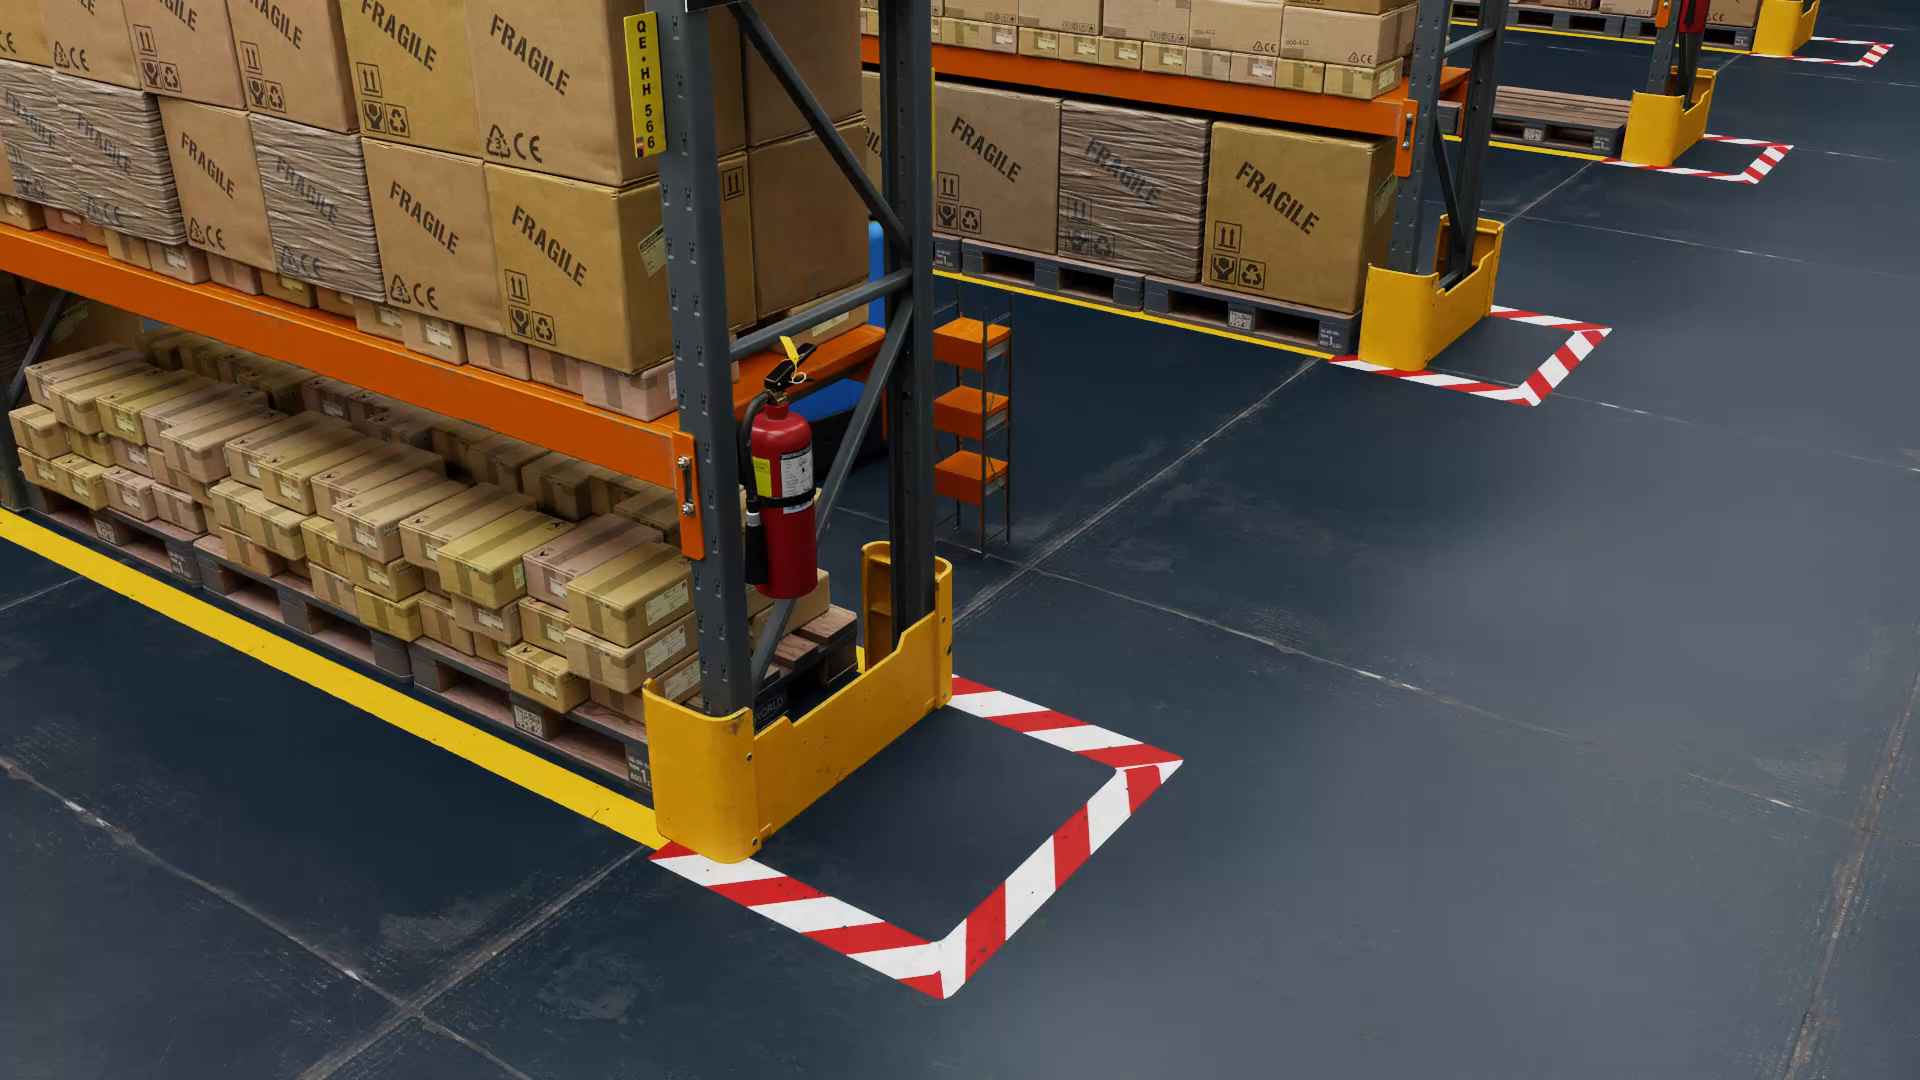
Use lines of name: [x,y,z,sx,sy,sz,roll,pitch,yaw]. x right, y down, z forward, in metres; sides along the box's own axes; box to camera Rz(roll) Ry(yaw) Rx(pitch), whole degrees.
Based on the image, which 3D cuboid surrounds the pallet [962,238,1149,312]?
pallet: [0.776,-1.692,9.842,1.213,0.211,1.003,17,32,30]

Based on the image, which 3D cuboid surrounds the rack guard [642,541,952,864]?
rack guard: [-0.473,0.478,5.260,0.348,0.500,1.175,17,32,30]

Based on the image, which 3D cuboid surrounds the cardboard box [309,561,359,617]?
cardboard box: [-2.071,0.103,5.921,0.250,0.149,0.380,18,32,31]

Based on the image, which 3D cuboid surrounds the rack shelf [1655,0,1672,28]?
rack shelf: [3.637,-4.490,13.059,4.000,0.370,1.077,17,32,30]

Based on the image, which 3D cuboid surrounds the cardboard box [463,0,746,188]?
cardboard box: [-0.929,-1.264,4.386,0.500,0.500,0.500,17,31,29]

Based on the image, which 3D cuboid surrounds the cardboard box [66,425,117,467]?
cardboard box: [-3.331,-0.449,6.677,0.250,0.149,0.380,18,32,31]

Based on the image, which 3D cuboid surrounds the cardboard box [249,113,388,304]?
cardboard box: [-1.772,-1.074,5.115,0.500,0.500,0.500,17,32,30]

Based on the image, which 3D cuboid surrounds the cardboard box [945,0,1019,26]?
cardboard box: [0.260,-3.059,9.291,0.500,0.250,0.500,18,32,32]

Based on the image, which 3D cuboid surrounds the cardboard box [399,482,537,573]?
cardboard box: [-1.628,-0.035,5.536,0.250,0.149,0.380,16,31,28]

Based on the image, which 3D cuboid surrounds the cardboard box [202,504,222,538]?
cardboard box: [-2.657,-0.132,6.382,0.250,0.149,0.380,16,31,28]

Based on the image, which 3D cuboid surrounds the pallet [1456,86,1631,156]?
pallet: [4.627,-3.280,12.963,1.213,0.211,1.003,17,32,30]

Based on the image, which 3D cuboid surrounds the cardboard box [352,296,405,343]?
cardboard box: [-1.662,-0.755,5.204,0.250,0.149,0.380,16,31,28]

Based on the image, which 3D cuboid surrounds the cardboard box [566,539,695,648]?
cardboard box: [-0.990,0.160,5.152,0.250,0.149,0.380,18,32,31]

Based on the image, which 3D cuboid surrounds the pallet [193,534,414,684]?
pallet: [-2.124,0.071,6.378,1.213,0.211,1.003,17,32,30]

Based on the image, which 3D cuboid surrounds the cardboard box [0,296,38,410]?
cardboard box: [-4.460,-0.813,7.333,0.500,0.500,0.500,17,31,29]

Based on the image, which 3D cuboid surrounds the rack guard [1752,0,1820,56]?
rack guard: [8.030,-5.053,16.129,0.348,0.500,1.175,17,32,30]

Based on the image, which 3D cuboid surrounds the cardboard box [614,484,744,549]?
cardboard box: [-0.945,-0.086,5.636,0.250,0.149,0.380,18,32,31]

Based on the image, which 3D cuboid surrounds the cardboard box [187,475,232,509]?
cardboard box: [-2.675,-0.250,6.287,0.250,0.149,0.380,19,33,33]

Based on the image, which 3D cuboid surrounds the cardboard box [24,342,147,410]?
cardboard box: [-3.541,-0.660,6.764,0.250,0.149,0.380,19,32,32]

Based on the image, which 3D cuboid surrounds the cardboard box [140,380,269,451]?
cardboard box: [-2.883,-0.462,6.375,0.250,0.149,0.380,16,31,29]

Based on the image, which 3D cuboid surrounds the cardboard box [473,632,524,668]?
cardboard box: [-1.401,0.281,5.571,0.250,0.149,0.380,17,32,30]

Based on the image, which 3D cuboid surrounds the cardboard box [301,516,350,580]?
cardboard box: [-2.072,-0.029,5.851,0.250,0.149,0.380,19,33,33]

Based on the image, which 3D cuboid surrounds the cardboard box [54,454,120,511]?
cardboard box: [-3.370,-0.279,6.671,0.250,0.149,0.380,18,32,32]

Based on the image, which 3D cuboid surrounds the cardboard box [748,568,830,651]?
cardboard box: [-0.661,0.212,5.706,0.250,0.149,0.380,18,32,31]

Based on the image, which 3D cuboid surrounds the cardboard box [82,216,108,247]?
cardboard box: [-2.934,-1.178,6.034,0.250,0.149,0.380,16,31,28]

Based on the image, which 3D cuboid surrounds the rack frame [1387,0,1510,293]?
rack frame: [2.481,-2.445,8.248,0.127,3.000,1.000,17,32,30]

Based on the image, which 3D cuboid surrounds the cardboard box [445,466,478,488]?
cardboard box: [-1.812,-0.211,6.210,0.250,0.149,0.380,19,33,33]

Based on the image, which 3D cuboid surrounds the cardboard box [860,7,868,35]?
cardboard box: [-0.544,-3.093,9.797,0.250,0.149,0.380,16,31,29]

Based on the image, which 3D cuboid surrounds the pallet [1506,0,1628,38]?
pallet: [6.371,-5.442,17.212,1.213,0.211,1.003,17,32,30]

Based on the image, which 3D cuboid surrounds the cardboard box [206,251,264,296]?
cardboard box: [-2.299,-0.966,5.617,0.250,0.149,0.380,19,32,32]

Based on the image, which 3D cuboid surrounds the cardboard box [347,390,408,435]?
cardboard box: [-2.150,-0.524,6.497,0.250,0.149,0.380,16,31,29]

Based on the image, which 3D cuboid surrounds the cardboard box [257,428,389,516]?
cardboard box: [-2.267,-0.249,5.956,0.250,0.149,0.380,17,32,31]

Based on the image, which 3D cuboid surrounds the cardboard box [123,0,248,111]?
cardboard box: [-2.218,-1.659,5.162,0.500,0.500,0.500,16,31,29]

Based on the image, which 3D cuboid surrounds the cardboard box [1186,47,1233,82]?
cardboard box: [1.373,-2.497,8.627,0.250,0.149,0.380,18,32,31]

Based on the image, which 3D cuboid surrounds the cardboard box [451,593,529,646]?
cardboard box: [-1.437,0.172,5.456,0.250,0.149,0.380,16,31,28]

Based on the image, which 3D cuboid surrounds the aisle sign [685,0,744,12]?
aisle sign: [-0.520,-1.645,3.808,0.004,0.787,0.394,17,32,30]

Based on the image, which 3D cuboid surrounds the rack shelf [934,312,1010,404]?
rack shelf: [0.044,-0.698,6.361,0.240,0.259,0.215,17,32,30]

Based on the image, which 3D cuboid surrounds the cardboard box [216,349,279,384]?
cardboard box: [-2.825,-0.720,6.881,0.250,0.149,0.380,17,32,30]

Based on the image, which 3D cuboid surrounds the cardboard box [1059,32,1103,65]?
cardboard box: [0.741,-2.694,9.014,0.250,0.149,0.380,18,32,31]

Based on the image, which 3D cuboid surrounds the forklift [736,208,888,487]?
forklift: [-1.486,-2.103,7.651,1.130,2.935,3.031,-23,35,-37]

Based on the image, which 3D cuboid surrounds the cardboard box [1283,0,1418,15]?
cardboard box: [1.930,-2.872,8.097,0.500,0.500,0.500,18,32,31]

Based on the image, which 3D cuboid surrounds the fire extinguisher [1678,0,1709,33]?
fire extinguisher: [5.152,-3.888,11.578,0.183,0.674,0.296,17,32,30]

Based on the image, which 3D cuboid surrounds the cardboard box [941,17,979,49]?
cardboard box: [0.102,-2.893,9.404,0.250,0.149,0.380,17,31,30]

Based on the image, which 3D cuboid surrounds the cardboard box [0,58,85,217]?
cardboard box: [-3.030,-1.475,5.904,0.500,0.500,0.500,17,32,30]

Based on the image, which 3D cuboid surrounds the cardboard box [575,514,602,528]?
cardboard box: [-1.143,-0.018,5.830,0.250,0.149,0.380,18,32,31]

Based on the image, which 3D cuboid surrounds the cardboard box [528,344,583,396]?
cardboard box: [-1.023,-0.561,4.822,0.250,0.149,0.380,17,32,30]

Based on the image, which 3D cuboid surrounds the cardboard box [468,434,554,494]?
cardboard box: [-1.555,-0.306,6.069,0.250,0.149,0.380,19,32,32]

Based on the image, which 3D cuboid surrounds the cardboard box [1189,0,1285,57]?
cardboard box: [1.513,-2.667,8.520,0.500,0.250,0.500,17,31,29]

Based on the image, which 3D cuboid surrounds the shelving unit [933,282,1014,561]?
shelving unit: [0.044,-0.454,6.485,0.252,1.050,0.215,17,32,30]

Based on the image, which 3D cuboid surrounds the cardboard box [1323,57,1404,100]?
cardboard box: [2.001,-2.302,8.242,0.250,0.149,0.380,18,32,31]

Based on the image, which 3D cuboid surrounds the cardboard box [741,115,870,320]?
cardboard box: [-0.624,-1.013,4.994,0.500,0.500,0.500,19,33,33]

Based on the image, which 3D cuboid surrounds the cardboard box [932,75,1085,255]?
cardboard box: [0.424,-2.282,9.807,0.875,0.875,0.875,17,32,30]

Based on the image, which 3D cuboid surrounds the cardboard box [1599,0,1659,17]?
cardboard box: [6.739,-5.421,16.642,0.500,0.250,0.500,17,32,30]
